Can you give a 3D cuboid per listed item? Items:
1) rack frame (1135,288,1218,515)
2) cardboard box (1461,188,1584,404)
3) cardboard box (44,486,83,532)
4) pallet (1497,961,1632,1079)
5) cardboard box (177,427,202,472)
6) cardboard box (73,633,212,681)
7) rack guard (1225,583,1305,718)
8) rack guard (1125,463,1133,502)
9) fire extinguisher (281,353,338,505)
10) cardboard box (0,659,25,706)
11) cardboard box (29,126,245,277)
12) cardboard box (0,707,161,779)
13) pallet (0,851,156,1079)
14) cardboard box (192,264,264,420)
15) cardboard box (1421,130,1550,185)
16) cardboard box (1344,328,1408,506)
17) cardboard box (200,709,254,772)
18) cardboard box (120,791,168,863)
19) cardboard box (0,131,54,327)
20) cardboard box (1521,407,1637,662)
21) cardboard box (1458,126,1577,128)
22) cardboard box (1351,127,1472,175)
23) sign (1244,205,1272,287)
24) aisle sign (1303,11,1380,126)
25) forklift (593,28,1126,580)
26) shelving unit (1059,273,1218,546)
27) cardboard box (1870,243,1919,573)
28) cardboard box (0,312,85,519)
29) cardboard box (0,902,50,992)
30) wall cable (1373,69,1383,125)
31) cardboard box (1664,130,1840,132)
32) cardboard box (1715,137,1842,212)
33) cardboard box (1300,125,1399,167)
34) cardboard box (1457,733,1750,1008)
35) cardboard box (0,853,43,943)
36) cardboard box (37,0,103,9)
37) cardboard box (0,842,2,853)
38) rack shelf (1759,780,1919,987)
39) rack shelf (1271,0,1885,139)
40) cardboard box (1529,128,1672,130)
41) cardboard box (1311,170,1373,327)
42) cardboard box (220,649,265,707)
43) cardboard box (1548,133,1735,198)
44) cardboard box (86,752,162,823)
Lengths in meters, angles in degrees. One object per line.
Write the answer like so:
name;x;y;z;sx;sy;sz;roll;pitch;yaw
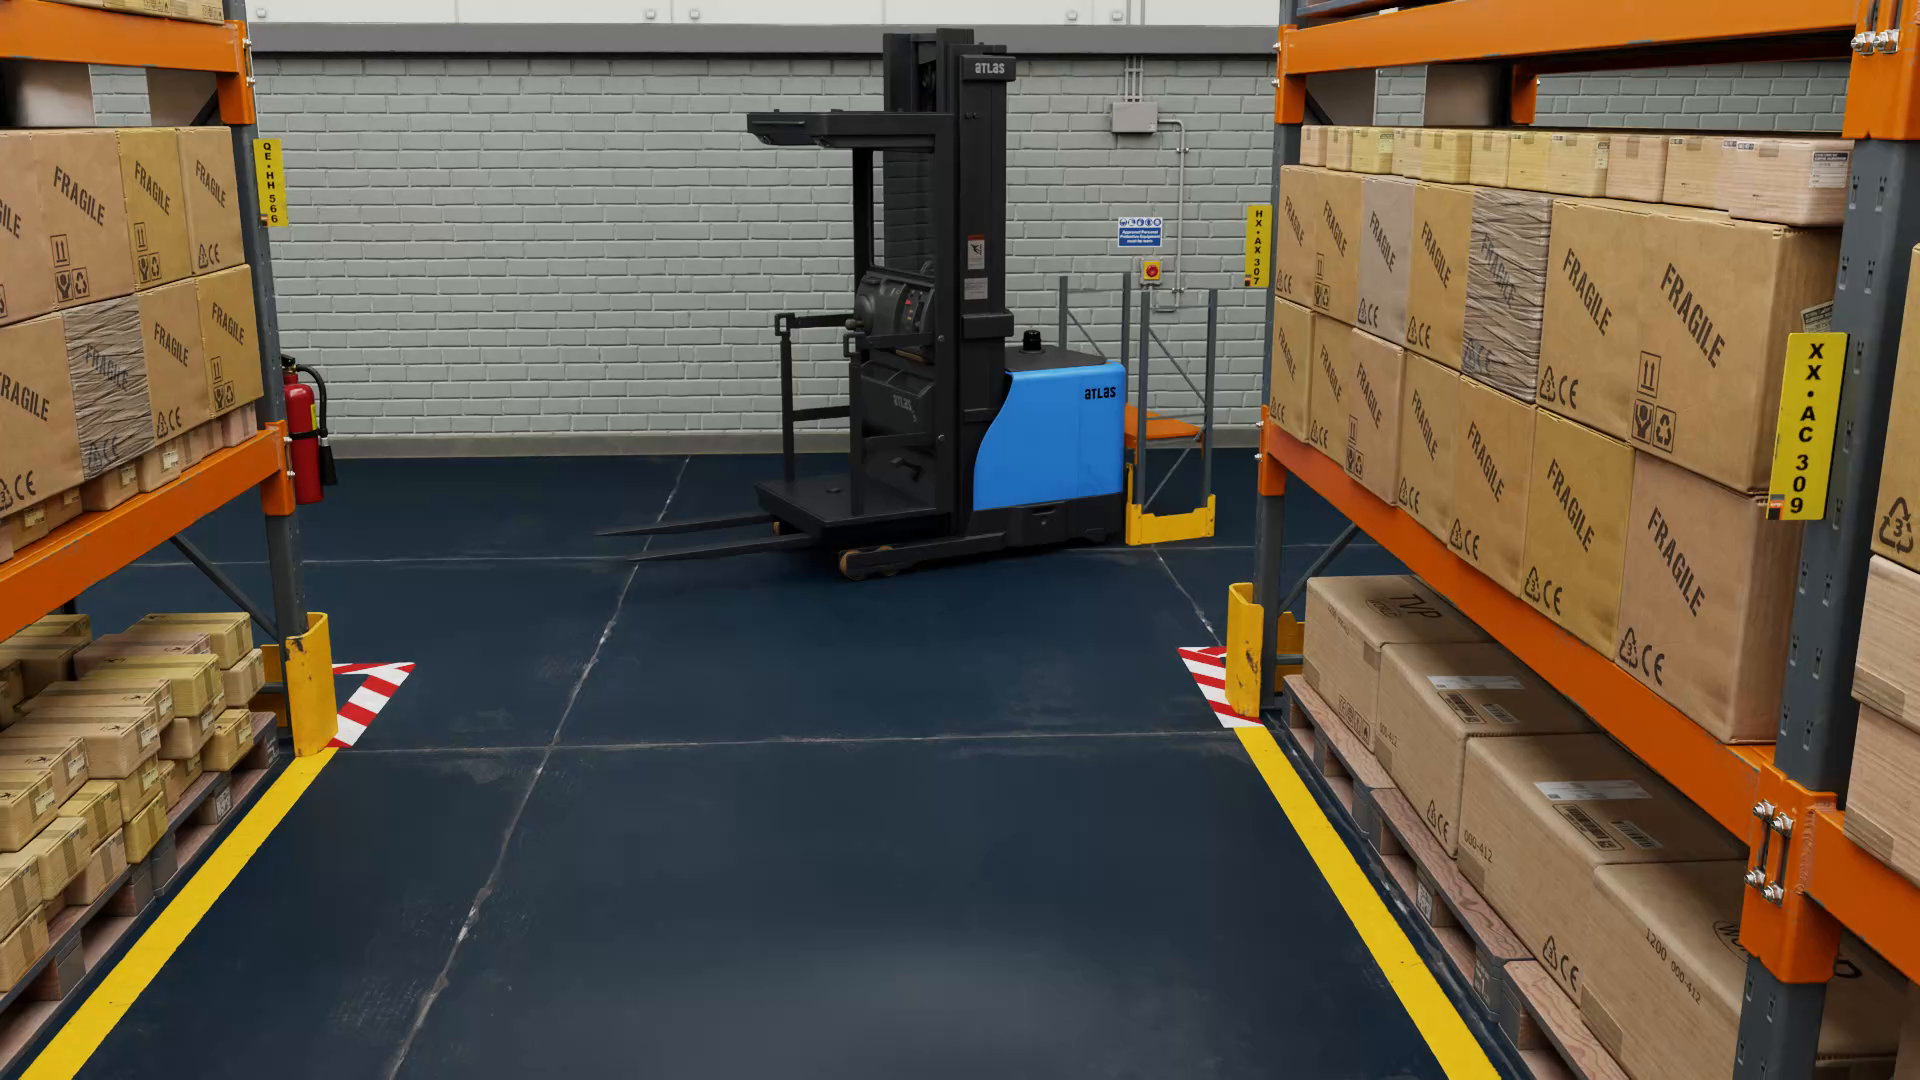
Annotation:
rack frame;1.276;-0.726;9.837;0.500;1.500;0.032;-6;16;-23
cardboard box;1.641;-0.643;4.300;0.500;0.500;0.500;-1;14;-3
cardboard box;-2.878;-0.118;4.969;0.380;0.149;0.250;-1;15;-6
pallet;2.041;1.415;4.102;1.003;0.211;1.213;-1;14;-3
cardboard box;-2.861;-0.315;5.736;0.380;0.149;0.250;-1;14;-4
cardboard box;-2.928;0.442;5.972;0.380;0.149;0.250;-1;14;-2
rack guard;1.761;0.465;7.216;1.175;0.500;0.348;-1;14;-3
rack guard;0.861;-0.351;10.891;0.587;0.250;0.087;-6;16;-23
fire extinguisher;-2.727;-0.490;6.814;0.296;0.674;0.183;-1;14;-3
cardboard box;-3.454;0.518;5.678;0.380;0.149;0.250;-1;14;-4
cardboard box;-2.895;-1.205;5.885;0.500;0.500;0.500;-1;14;-5
cardboard box;-2.760;0.636;5.219;0.380;0.149;0.250;0;14;-1
pallet;-3.080;1.237;4.797;1.003;0.211;1.213;-1;14;-3
cardboard box;-2.887;-0.723;6.018;0.500;0.500;0.500;-1;14;-2
cardboard box;1.562;-1.108;4.802;0.380;0.149;0.250;-1;14;-5
cardboard box;1.578;-0.412;5.408;0.500;0.500;0.500;-1;14;-4
cardboard box;-2.814;0.729;6.051;0.380;0.149;0.250;0;14;-2
cardboard box;-2.777;0.920;5.309;0.380;0.149;0.250;-2;15;-6
cardboard box;-2.787;-0.818;4.382;0.500;0.500;0.500;-1;14;-5
cardboard box;1.689;-0.033;3.932;0.500;0.500;0.500;-1;14;-5
cardboard box;2.024;-1.437;6.085;0.380;0.149;0.250;-1;14;-2
cardboard box;1.531;-1.298;5.543;0.380;0.149;0.250;-1;14;-5
sign;1.208;-1.190;6.736;0.100;0.325;0.005;-1;14;-3
aisle sign;1.468;-2.012;6.609;0.394;0.787;0.004;-1;14;-3
forklift;-0.558;-1.347;9.378;3.031;2.935;1.130;-7;16;-27
shelving unit;1.065;-0.844;10.295;0.587;1.500;1.083;-6;16;-23
cardboard box;1.750;-0.164;2.435;0.500;0.500;0.500;-1;14;-3
cardboard box;-2.799;-0.344;4.548;0.500;0.500;0.500;0;14;-1
cardboard box;-2.747;1.116;4.546;0.380;0.149;0.250;-1;14;-5
wall cable;2.804;-2.658;12.300;0.588;1.984;0.122;-1;14;-3
cardboard box;2.174;-1.053;4.591;0.380;0.149;0.250;-1;14;-3
cardboard box;1.765;-0.731;3.337;0.380;0.149;0.250;-1;14;-2
cardboard box;1.508;-1.494;6.304;0.380;0.149;0.250;-1;14;-2
cardboard box;2.022;0.912;4.760;0.875;0.438;0.875;-1;14;-5
cardboard box;-2.743;0.974;4.504;0.380;0.149;0.250;-1;14;-4
cardboard box;-2.823;-1.659;4.735;0.500;0.250;0.500;0;14;-1
cardboard box;-2.834;0.830;4.466;0.380;0.149;0.250;-1;15;-6
rack shelf;2.134;1.101;1.171;1.077;0.370;4.000;-1;14;-3
rack shelf;1.886;-1.347;4.664;1.077;0.370;4.000;-1;14;-3
cardboard box;2.044;-1.245;5.337;0.380;0.149;0.250;-1;14;-4
cardboard box;1.547;-1.020;5.764;0.500;0.500;0.500;-1;14;-5
cardboard box;-2.854;0.522;6.259;0.380;0.149;0.250;-1;14;-5
cardboard box;1.675;-0.917;4.062;0.380;0.149;0.250;-1;14;-4
cardboard box;-2.776;0.780;5.257;0.380;0.149;0.250;-1;14;-3
